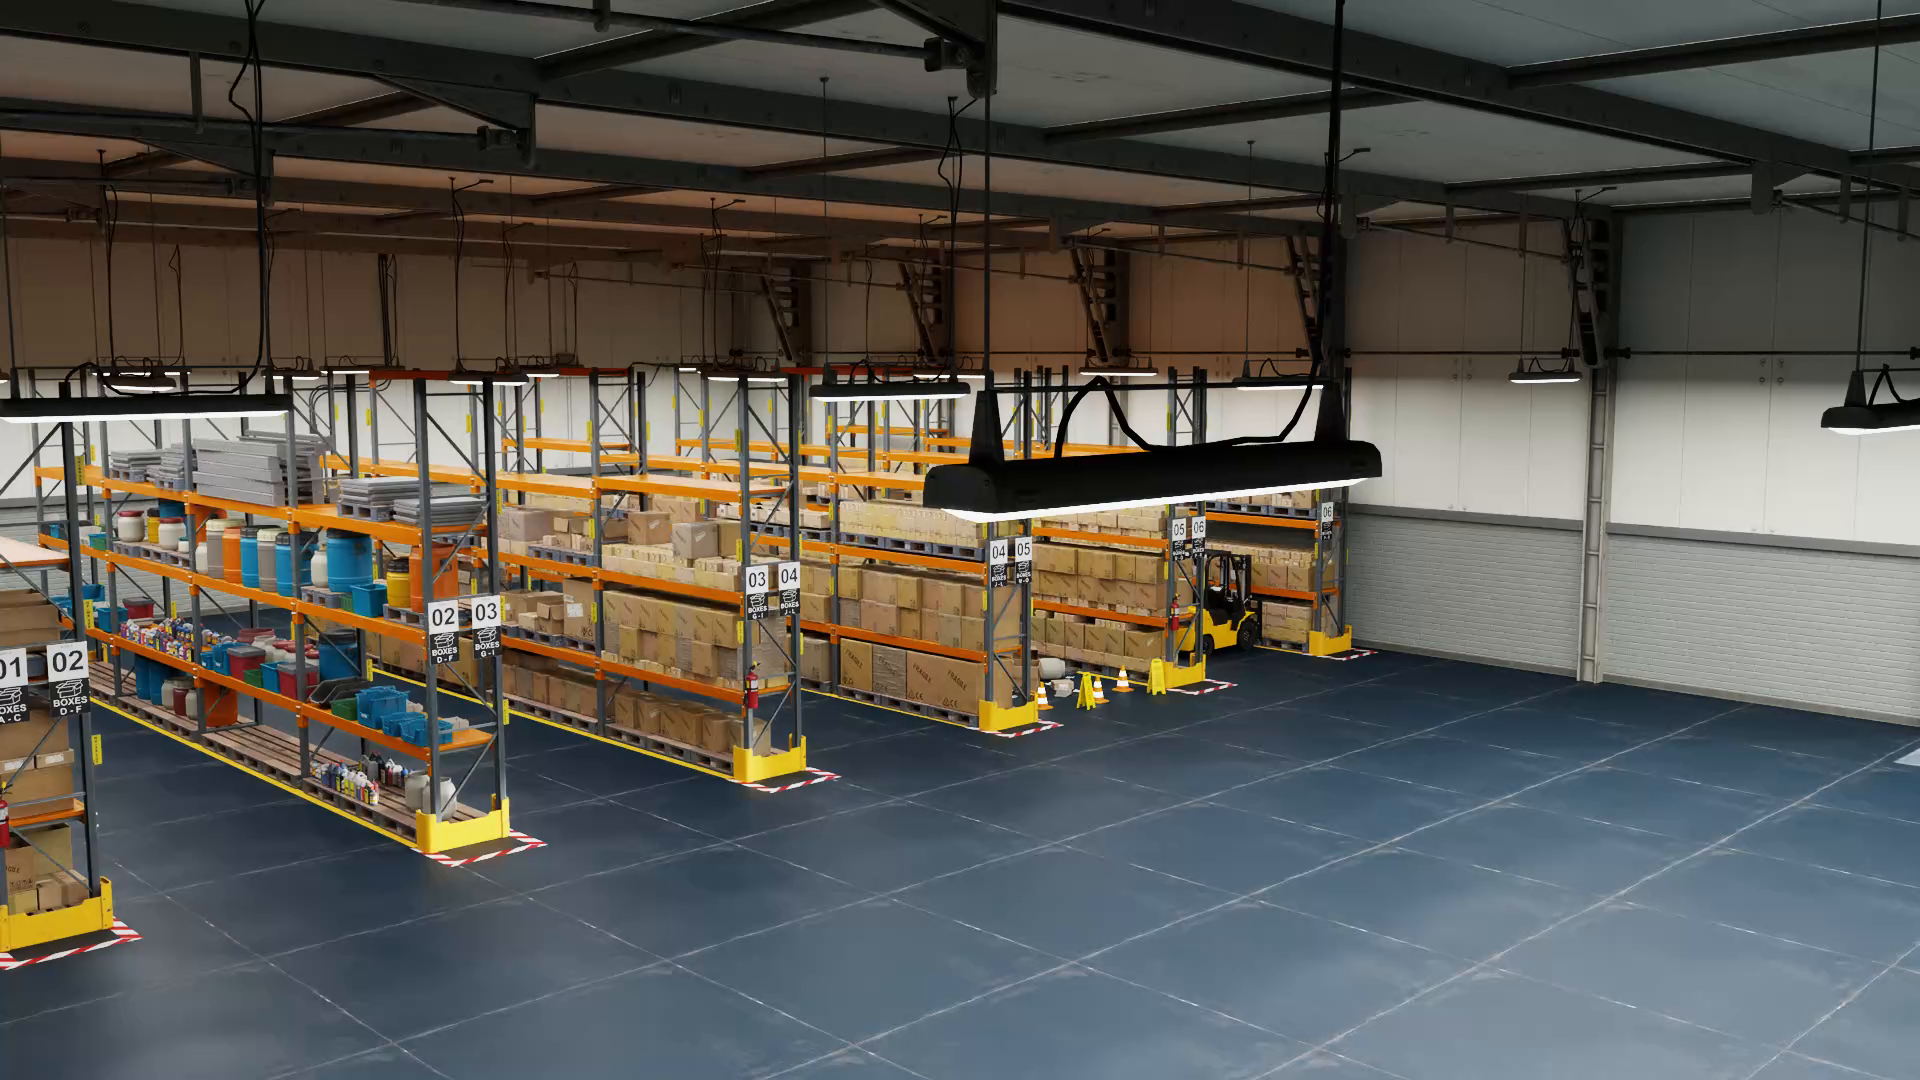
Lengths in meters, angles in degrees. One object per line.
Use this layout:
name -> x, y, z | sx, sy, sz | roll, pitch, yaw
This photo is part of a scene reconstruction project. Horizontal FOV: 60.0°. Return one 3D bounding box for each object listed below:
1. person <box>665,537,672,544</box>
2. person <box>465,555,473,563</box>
person -> -7.756, 0.507, 44.135 | 0.814, 1.712, 0.778 | 6, 9, 41
person -> -11.185, 1.138, 37.828 | 0.713, 1.721, 1.085 | -2, 7, -17
